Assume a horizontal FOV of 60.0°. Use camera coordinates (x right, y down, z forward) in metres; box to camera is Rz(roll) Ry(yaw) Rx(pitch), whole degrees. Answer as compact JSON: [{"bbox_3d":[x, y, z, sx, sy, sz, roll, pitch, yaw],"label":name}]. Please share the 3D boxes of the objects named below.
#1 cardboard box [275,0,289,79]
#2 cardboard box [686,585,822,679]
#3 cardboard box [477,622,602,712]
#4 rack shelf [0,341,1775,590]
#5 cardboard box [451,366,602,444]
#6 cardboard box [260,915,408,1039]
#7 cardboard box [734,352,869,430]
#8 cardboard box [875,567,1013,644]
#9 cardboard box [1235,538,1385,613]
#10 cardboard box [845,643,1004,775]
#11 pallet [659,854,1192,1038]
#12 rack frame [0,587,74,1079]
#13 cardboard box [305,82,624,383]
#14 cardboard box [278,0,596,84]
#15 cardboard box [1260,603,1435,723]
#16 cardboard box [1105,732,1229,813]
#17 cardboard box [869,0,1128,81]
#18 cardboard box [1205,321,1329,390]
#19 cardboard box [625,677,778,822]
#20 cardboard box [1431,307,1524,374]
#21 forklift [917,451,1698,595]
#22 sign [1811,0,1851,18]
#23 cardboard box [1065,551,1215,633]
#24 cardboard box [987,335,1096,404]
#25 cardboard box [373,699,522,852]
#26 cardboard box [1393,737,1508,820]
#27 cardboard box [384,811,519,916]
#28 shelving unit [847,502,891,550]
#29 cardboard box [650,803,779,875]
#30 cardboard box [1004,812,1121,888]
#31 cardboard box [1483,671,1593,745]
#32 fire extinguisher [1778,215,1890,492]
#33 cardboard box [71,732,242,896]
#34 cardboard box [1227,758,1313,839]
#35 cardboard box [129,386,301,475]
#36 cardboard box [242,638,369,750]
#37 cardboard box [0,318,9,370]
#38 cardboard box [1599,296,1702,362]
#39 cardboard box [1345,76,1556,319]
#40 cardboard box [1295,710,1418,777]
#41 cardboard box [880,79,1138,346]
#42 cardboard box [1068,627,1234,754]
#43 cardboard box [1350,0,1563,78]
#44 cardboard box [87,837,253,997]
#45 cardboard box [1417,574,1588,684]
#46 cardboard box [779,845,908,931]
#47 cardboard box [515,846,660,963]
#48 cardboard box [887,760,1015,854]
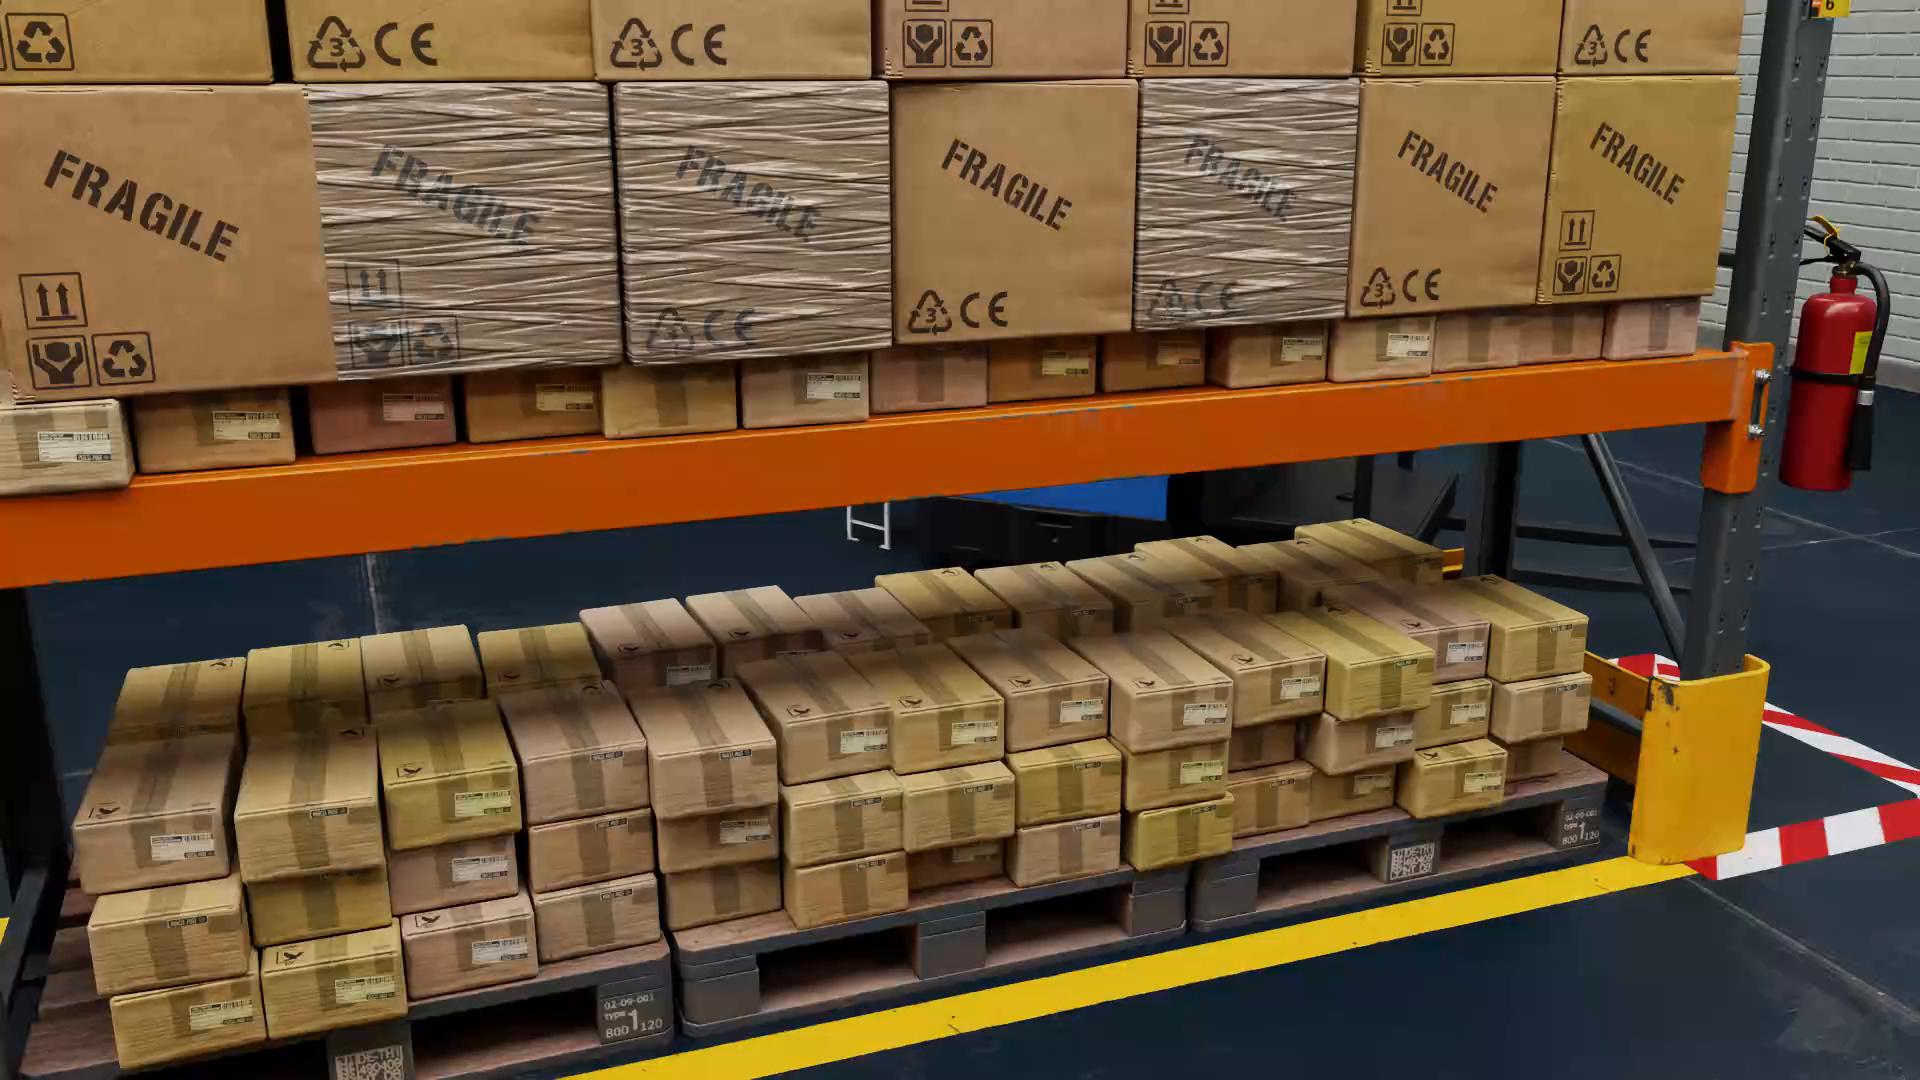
[{"bbox_3d":[-1.608,-1.164,3.259,0.500,0.500,0.500,-7,18,-22],"label":"cardboard box"},{"bbox_3d":[-0.519,0.251,4.180,0.250,0.149,0.380,-7,18,-22],"label":"cardboard box"},{"bbox_3d":[-0.986,0.333,3.901,0.250,0.149,0.380,-6,17,-18],"label":"cardboard box"},{"bbox_3d":[-0.082,-0.232,3.840,4.000,0.370,1.077,-6,17,-20],"label":"rack shelf"},{"bbox_3d":[-0.868,-0.309,3.274,0.250,0.149,0.380,-7,18,-23],"label":"cardboard box"},{"bbox_3d":[-1.246,0.812,3.323,0.250,0.149,0.380,-6,17,-18],"label":"cardboard box"},{"bbox_3d":[-0.356,-0.343,3.387,0.250,0.149,0.380,-5,17,-18],"label":"cardboard box"},{"bbox_3d":[-0.047,0.204,4.339,0.250,0.149,0.380,-6,17,-19],"label":"cardboard box"},{"bbox_3d":[0.960,0.125,4.606,0.250,0.149,0.380,-6,17,-19],"label":"cardboard box"},{"bbox_3d":[-0.085,0.375,3.757,0.250,0.149,0.380,-6,17,-20],"label":"cardboard box"},{"bbox_3d":[-0.194,0.762,4.130,1.213,0.211,1.003,-6,17,-20],"label":"pallet"},{"bbox_3d":[-1.950,-0.375,3.052,0.127,3.000,1.000,-6,17,-20],"label":"rack frame"},{"bbox_3d":[-0.938,-0.601,3.117,0.500,0.500,0.500,-6,17,-20],"label":"cardboard box"},{"bbox_3d":[-0.963,-1.083,2.984,0.500,0.500,0.500,-7,18,-22],"label":"cardboard box"},{"bbox_3d":[0.930,0.292,4.038,0.250,0.149,0.380,-7,18,-21],"label":"cardboard box"},{"bbox_3d":[0.431,0.482,3.920,0.250,0.149,0.380,-6,17,-19],"label":"cardboard box"},{"bbox_3d":[-0.001,-1.177,3.304,0.500,0.500,0.500,-7,18,-22],"label":"cardboard box"},{"bbox_3d":[0.621,-0.456,3.772,0.250,0.149,0.380,-7,18,-23],"label":"cardboard box"},{"bbox_3d":[-0.555,0.438,3.540,0.250,0.149,0.380,-6,17,-19],"label":"cardboard box"},{"bbox_3d":[1.108,-0.506,3.944,0.250,0.149,0.380,-6,18,-21],"label":"cardboard box"},{"bbox_3d":[1.391,-1.263,6.197,3.031,2.935,1.130,7,18,22],"label":"forklift"},{"bbox_3d":[1.965,-1.338,3.714,0.005,0.325,0.100,-6,17,-20],"label":"sign"},{"bbox_3d":[0.477,0.164,4.475,0.250,0.149,0.380,-7,18,-23],"label":"cardboard box"},{"bbox_3d":[0.106,-0.413,3.627,0.250,0.149,0.380,-6,17,-19],"label":"cardboard box"},{"bbox_3d":[-1.057,0.475,3.416,0.250,0.149,0.380,-6,18,-21],"label":"cardboard box"},{"bbox_3d":[1.165,0.548,4.221,0.250,0.149,0.380,-6,17,-18],"label":"cardboard box"},{"bbox_3d":[-1.078,0.613,3.474,0.250,0.149,0.380,-6,17,-20],"label":"cardboard box"},{"bbox_3d":[-0.225,-0.610,7.047,0.258,1.200,0.503,14,21,39],"label":"shelving unit"},{"bbox_3d":[-0.560,0.565,3.637,0.250,0.149,0.380,-5,17,-18],"label":"cardboard box"},{"bbox_3d":[0.183,0.645,3.892,0.250,0.149,0.380,-6,17,-19],"label":"cardboard box"},{"bbox_3d":[1.395,0.373,4.289,0.250,0.149,0.380,-7,18,-22],"label":"cardboard box"},{"bbox_3d":[2.186,-0.466,4.162,0.183,0.674,0.296,-6,17,-20],"label":"fire extinguisher"},{"bbox_3d":[-1.554,0.525,3.244,0.250,0.149,0.380,-5,17,-18],"label":"cardboard box"},{"bbox_3d":[0.661,0.581,4.112,0.250,0.149,0.380,-6,17,-20],"label":"cardboard box"},{"bbox_3d":[-1.353,-0.243,3.047,0.250,0.149,0.380,-6,17,-18],"label":"cardboard box"},{"bbox_3d":[-1.486,0.365,3.790,0.250,0.149,0.380,-6,17,-19],"label":"cardboard box"},{"bbox_3d":[-4.221,-0.803,7.533,0.875,0.875,1.225,-6,17,-20],"label":"cardboard box"},{"bbox_3d":[1.582,-0.551,4.096,0.250,0.149,0.380,-6,17,-20],"label":"cardboard box"},{"bbox_3d":[0.975,-0.806,3.813,0.500,0.500,0.500,-6,18,-21],"label":"cardboard box"},{"bbox_3d":[0.910,0.426,4.109,0.250,0.149,0.380,-7,18,-22],"label":"cardboard box"},{"bbox_3d":[0.036,-0.704,3.468,0.500,0.500,0.500,-5,17,-17],"label":"cardboard box"},{"bbox_3d":[0.435,0.343,3.864,0.250,0.149,0.380,-5,17,-18],"label":"cardboard box"},{"bbox_3d":[0.974,-1.286,3.675,0.500,0.500,0.500,-7,18,-22],"label":"cardboard box"},{"bbox_3d":[-1.497,0.696,3.191,0.250,0.149,0.380,-5,17,-18],"label":"cardboard box"},{"bbox_3d":[1.382,0.222,4.275,0.250,0.149,0.380,-6,17,-19],"label":"cardboard box"},{"bbox_3d":[-0.298,0.697,3.714,0.250,0.149,0.380,-7,18,-22],"label":"cardboard box"},{"bbox_3d":[-0.814,0.735,3.587,0.250,0.149,0.380,-7,18,-21],"label":"cardboard box"},{"bbox_3d":[-0.062,0.538,3.729,0.250,0.149,0.380,-6,17,-20],"label":"cardboard box"}]
